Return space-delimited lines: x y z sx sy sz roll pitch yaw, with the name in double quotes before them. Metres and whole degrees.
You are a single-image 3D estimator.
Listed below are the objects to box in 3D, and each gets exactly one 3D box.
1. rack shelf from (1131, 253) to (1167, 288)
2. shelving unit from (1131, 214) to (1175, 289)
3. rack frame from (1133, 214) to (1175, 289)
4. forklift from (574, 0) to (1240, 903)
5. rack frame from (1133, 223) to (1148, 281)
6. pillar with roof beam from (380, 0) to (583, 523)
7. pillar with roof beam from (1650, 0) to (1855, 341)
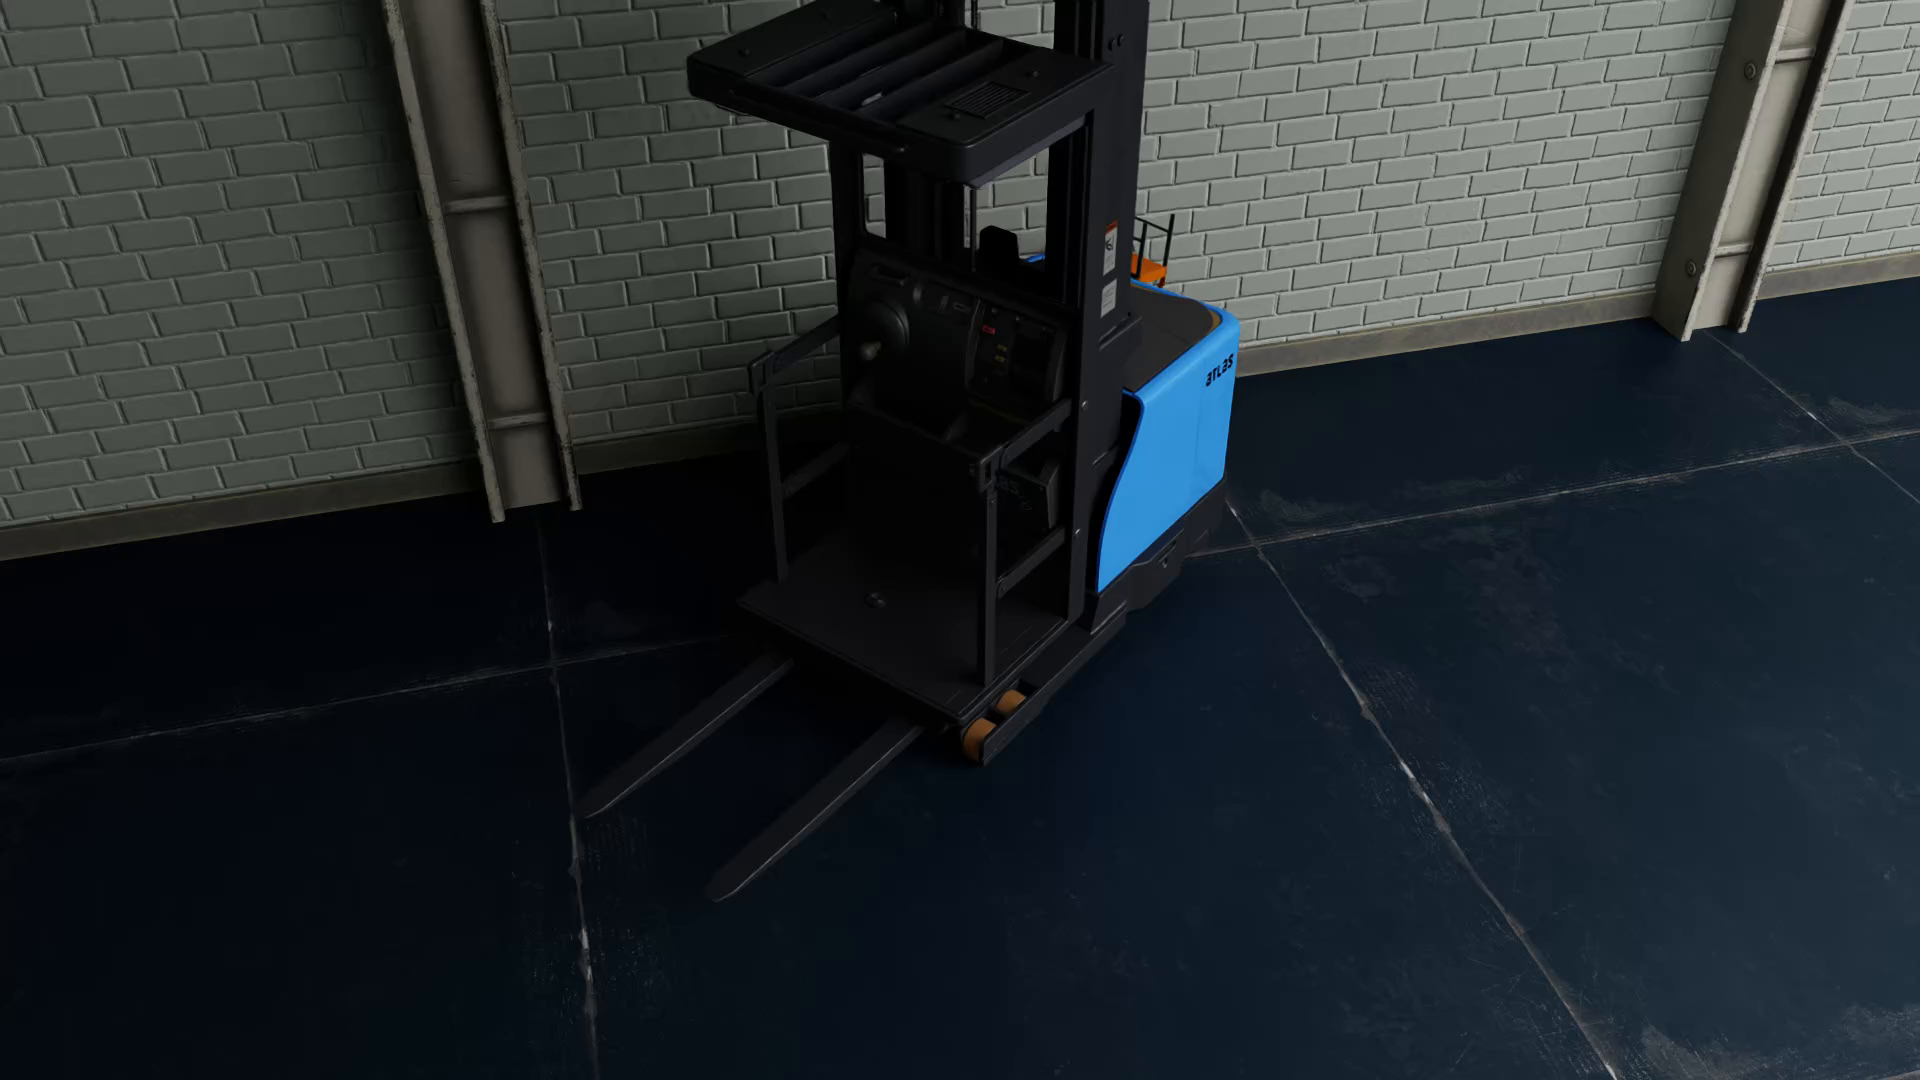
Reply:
"rack shelf" 0.746 -1.171 7.266 0.180 0.103 0.258 -25 44 -38
"shelving unit" 0.721 -0.907 7.436 0.189 1.200 0.258 -25 44 -38
"rack frame" 0.785 -0.938 7.493 0.006 1.200 0.240 -25 44 -38
"forklift" -0.145 -0.675 5.720 1.130 2.935 3.031 25 44 29
"rack frame" 0.656 -0.877 7.379 0.006 1.200 0.240 -25 44 -38
"pillar with roof beam" -0.796 -1.246 1.473 0.400 9.000 9.100 -9 38 -12
"pillar with roof beam" 4.997 -2.197 2.715 0.400 9.000 9.100 -9 38 -12
